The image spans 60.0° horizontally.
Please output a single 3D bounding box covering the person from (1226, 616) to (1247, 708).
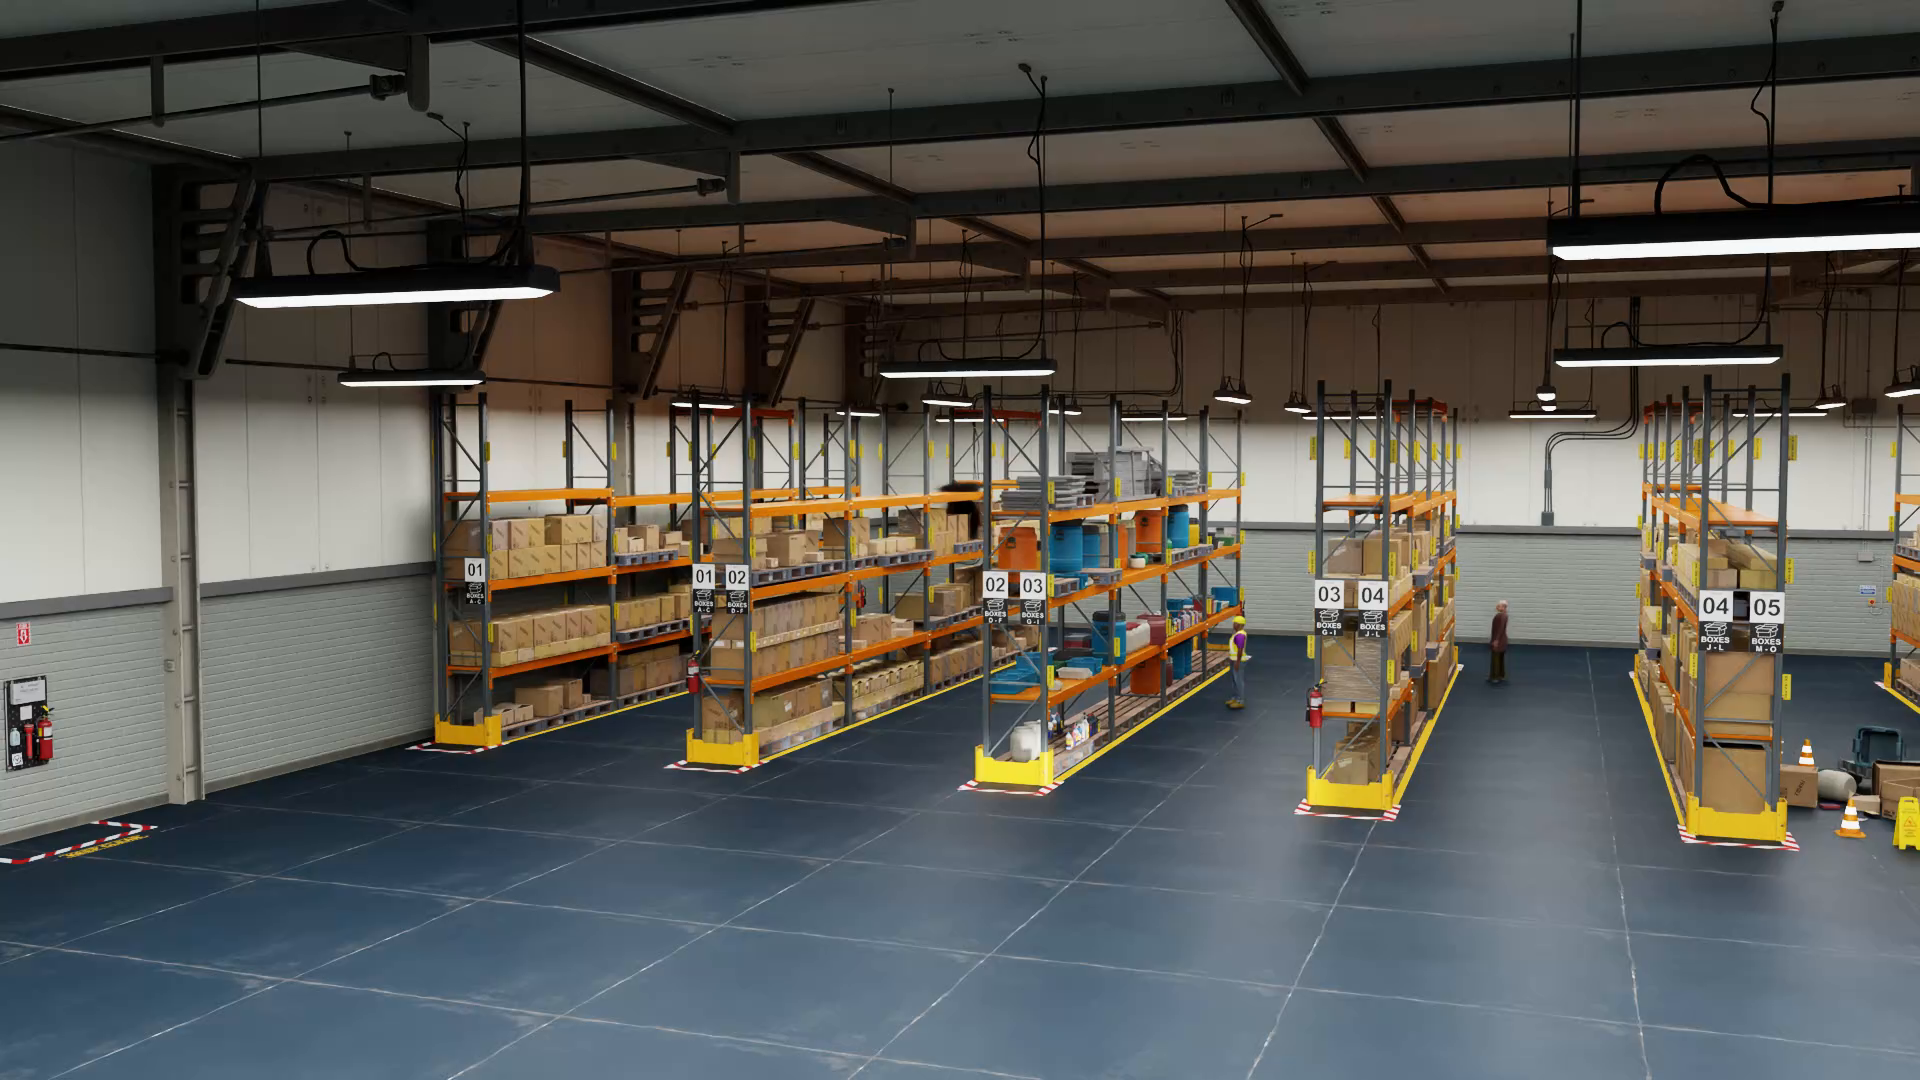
[{"bbox_3d":[5.440,2.373,32.616,0.412,1.771,0.618,0,3,-6],"label":"person"}]

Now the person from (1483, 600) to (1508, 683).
[{"bbox_3d":[11.633,2.197,36.068,0.499,1.783,0.631,2,3,29],"label":"person"}]

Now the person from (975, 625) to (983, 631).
[{"bbox_3d":[0.628,1.872,42.983,0.442,1.697,0.505,1,3,17],"label":"person"}]
